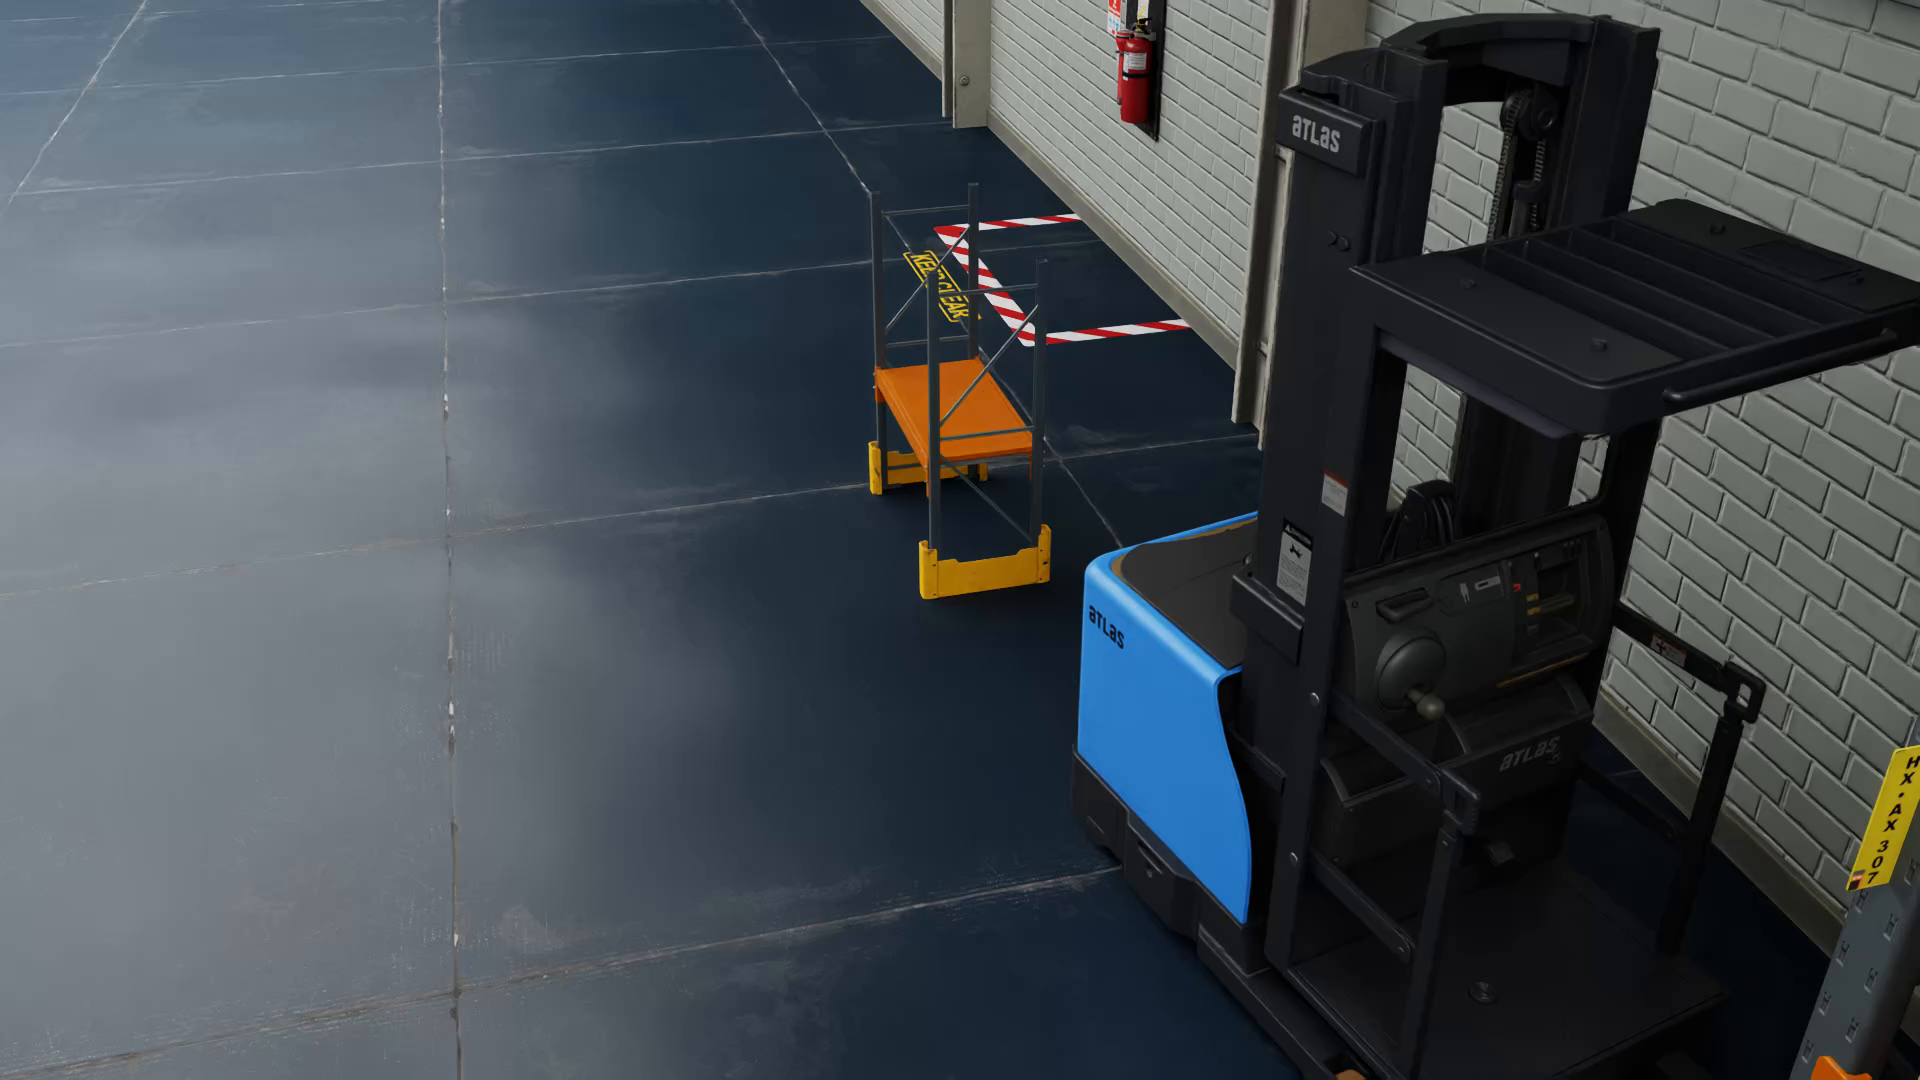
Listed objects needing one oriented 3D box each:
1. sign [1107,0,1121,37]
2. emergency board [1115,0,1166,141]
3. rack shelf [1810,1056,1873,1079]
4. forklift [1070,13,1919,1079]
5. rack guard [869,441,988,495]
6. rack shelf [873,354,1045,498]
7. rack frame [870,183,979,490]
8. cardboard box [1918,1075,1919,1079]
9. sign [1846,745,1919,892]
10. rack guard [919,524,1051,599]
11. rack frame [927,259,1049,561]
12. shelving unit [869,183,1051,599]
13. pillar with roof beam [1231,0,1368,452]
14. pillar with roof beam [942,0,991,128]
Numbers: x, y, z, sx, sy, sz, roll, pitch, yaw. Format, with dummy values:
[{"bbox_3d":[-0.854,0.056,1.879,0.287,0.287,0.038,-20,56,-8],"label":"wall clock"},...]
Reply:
[{"bbox_3d":[0.978,-3.362,10.529,0.001,0.329,0.234,-8,31,-13],"label":"sign"},{"bbox_3d":[1.026,-3.066,10.053,0.194,1.169,0.643,-8,31,-13],"label":"emergency board"},{"bbox_3d":[2.748,2.085,1.872,1.077,0.370,4.000,-8,31,-13],"label":"rack shelf"},{"bbox_3d":[1.528,0.261,4.374,1.130,2.935,3.031,-15,33,-24],"label":"forklift"},{"bbox_3d":[-0.152,-0.386,8.167,0.587,0.250,0.087,-8,31,-13],"label":"rack guard"},{"bbox_3d":[-0.023,-0.535,7.536,0.538,0.185,1.000,-8,31,-13],"label":"rack shelf"},{"bbox_3d":[-0.158,-0.936,7.870,0.500,1.500,0.032,-8,31,-13],"label":"rack frame"},{"bbox_3d":[2.041,1.141,2.913,0.500,0.250,0.500,-9,31,-15],"label":"cardboard box"},{"bbox_3d":[1.694,0.505,3.019,0.100,0.325,0.005,-8,31,-13],"label":"sign"},{"bbox_3d":[0.112,0.096,7.335,0.587,0.250,0.087,-8,31,-13],"label":"rack guard"},{"bbox_3d":[0.112,-0.445,7.021,0.500,1.500,0.032,-8,31,-13],"label":"rack frame"},{"bbox_3d":[-0.020,-0.686,7.438,0.587,1.500,1.083,-8,31,-13],"label":"shelving unit"},{"bbox_3d":[-2.506,-3.892,5.490,9.100,9.000,0.400,-8,31,-13],"label":"pillar with roof beam"},{"bbox_3d":[-4.098,-6.789,10.497,9.100,9.000,0.400,-8,31,-13],"label":"pillar with roof beam"}]
